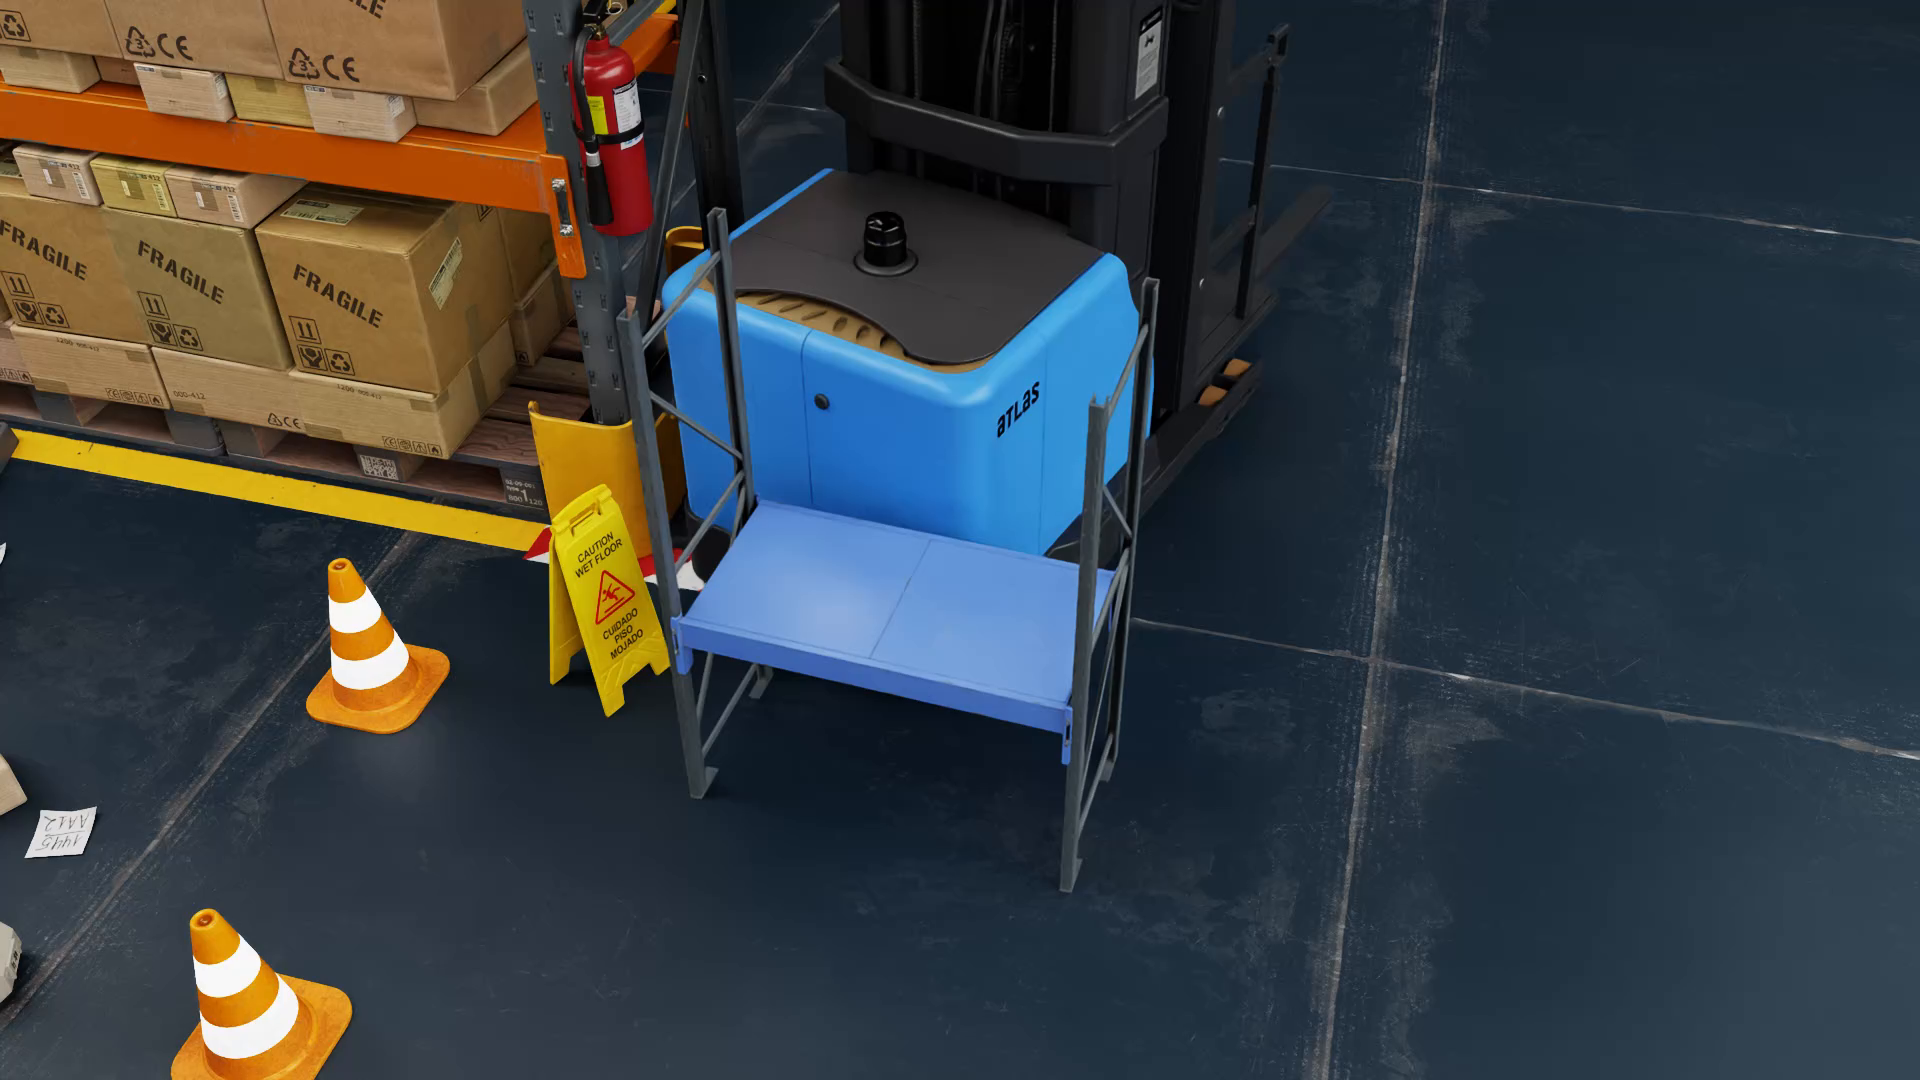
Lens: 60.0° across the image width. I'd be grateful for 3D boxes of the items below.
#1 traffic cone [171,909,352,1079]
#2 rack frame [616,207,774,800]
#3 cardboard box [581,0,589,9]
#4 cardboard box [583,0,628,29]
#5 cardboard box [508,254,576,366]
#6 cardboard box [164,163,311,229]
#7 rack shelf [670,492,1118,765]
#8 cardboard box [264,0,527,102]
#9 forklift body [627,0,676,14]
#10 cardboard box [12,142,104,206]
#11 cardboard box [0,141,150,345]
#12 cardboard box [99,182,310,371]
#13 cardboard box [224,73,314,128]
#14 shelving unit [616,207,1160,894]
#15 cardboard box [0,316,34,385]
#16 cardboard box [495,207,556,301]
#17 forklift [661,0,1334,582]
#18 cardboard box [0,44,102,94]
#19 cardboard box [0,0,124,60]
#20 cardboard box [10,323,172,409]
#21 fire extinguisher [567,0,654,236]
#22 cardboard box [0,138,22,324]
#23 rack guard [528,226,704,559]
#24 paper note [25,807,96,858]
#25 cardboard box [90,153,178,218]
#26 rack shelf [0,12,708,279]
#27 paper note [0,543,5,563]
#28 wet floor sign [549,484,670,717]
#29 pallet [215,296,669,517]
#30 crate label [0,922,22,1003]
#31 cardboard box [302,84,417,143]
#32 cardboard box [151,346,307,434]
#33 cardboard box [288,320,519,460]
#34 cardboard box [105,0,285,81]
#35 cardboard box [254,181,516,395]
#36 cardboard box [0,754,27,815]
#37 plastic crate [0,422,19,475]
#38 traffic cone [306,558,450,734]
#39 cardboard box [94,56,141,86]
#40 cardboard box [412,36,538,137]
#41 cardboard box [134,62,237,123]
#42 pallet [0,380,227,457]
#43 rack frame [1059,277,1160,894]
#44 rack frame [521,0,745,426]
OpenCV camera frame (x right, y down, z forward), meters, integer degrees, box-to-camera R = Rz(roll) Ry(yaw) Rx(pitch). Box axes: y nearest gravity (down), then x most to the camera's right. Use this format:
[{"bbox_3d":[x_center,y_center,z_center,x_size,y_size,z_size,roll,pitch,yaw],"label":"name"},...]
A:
[{"bbox_3d":[-1.617,0.988,3.714,0.334,0.463,0.336,10,41,11],"label":"traffic cone"},{"bbox_3d":[-0.628,-0.037,4.128,0.032,1.500,0.500,12,41,13],"label":"rack frame"},{"bbox_3d":[-1.295,-1.863,4.826,0.500,0.500,0.500,9,41,11],"label":"cardboard box"},{"bbox_3d":[-1.184,-1.548,4.957,0.250,0.149,0.380,10,41,12],"label":"cardboard box"},{"bbox_3d":[-1.617,-0.873,5.769,0.500,0.250,0.500,9,41,11],"label":"cardboard box"},{"bbox_3d":[-2.123,-1.093,4.943,0.250,0.149,0.380,11,41,13],"label":"cardboard box"},{"bbox_3d":[-0.143,0.200,4.125,1.000,0.185,0.538,12,41,13],"label":"rack shelf"},{"bbox_3d":[-1.505,-1.531,4.431,0.500,0.500,0.500,9,41,11],"label":"cardboard box"},{"bbox_3d":[-1.933,-3.401,7.627,1.214,2.155,2.313,10,41,11],"label":"forklift body"},{"bbox_3d":[-2.619,-1.182,5.049,0.250,0.149,0.380,11,41,13],"label":"cardboard box"},{"bbox_3d":[-2.741,-0.999,5.335,0.500,0.500,0.500,9,41,10],"label":"cardboard box"},{"bbox_3d":[-2.256,-0.910,5.230,0.500,0.500,0.500,11,41,13],"label":"cardboard box"},{"bbox_3d":[-1.841,-1.322,4.687,0.250,0.149,0.380,9,41,11],"label":"cardboard box"},{"bbox_3d":[-0.143,0.062,4.009,1.048,1.500,0.538,12,41,13],"label":"shelving unit"},{"bbox_3d":[-3.241,-0.798,5.679,0.500,0.250,0.500,9,41,11],"label":"cardboard box"},{"bbox_3d":[-1.640,-1.164,5.532,0.500,0.500,0.500,8,41,10],"label":"cardboard box"},{"bbox_3d":[0.392,-1.626,4.907,1.130,2.935,3.031,22,45,24],"label":"forklift"},{"bbox_3d":[-2.580,-1.462,4.853,0.250,0.149,0.380,9,41,11],"label":"cardboard box"},{"bbox_3d":[-2.470,-1.702,4.635,0.500,0.500,0.500,10,41,11],"label":"cardboard box"},{"bbox_3d":[-2.765,-0.709,5.573,0.500,0.250,0.500,8,41,10],"label":"cardboard box"},{"bbox_3d":[-0.918,-1.124,4.317,0.183,0.674,0.296,10,41,11],"label":"fire extinguisher"},{"bbox_3d":[-3.253,-1.085,5.438,0.500,0.500,0.500,12,41,14],"label":"cardboard box"},{"bbox_3d":[-0.983,-0.515,5.474,0.348,0.500,1.175,10,41,11],"label":"rack guard"},{"bbox_3d":[-2.337,0.757,4.325,0.142,0.019,0.148,-3,40,-4],"label":"paper note"},{"bbox_3d":[-2.365,-1.137,4.996,0.250,0.149,0.380,10,41,12],"label":"cardboard box"},{"bbox_3d":[-2.841,-1.516,5.283,4.000,0.370,1.077,10,41,11],"label":"rack shelf"},{"bbox_3d":[-3.048,0.065,5.149,0.148,0.019,0.142,-3,40,-4],"label":"paper note"},{"bbox_3d":[-1.002,0.138,4.583,0.232,0.644,0.267,24,46,26],"label":"wet floor sign"},{"bbox_3d":[-1.758,-0.561,5.754,1.213,0.211,1.003,10,41,11],"label":"pallet"},{"bbox_3d":[-2.392,1.021,3.928,0.298,0.136,0.250,-10,41,-11],"label":"crate label"},{"bbox_3d":[-1.599,-1.266,4.620,0.250,0.149,0.380,9,41,11],"label":"cardboard box"},{"bbox_3d":[-2.258,-0.626,5.474,0.500,0.250,0.500,10,41,12],"label":"cardboard box"},{"bbox_3d":[-1.783,-0.539,5.370,0.500,0.250,0.500,10,41,11],"label":"cardboard box"},{"bbox_3d":[-1.987,-1.617,4.534,0.500,0.500,0.500,10,41,12],"label":"cardboard box"},{"bbox_3d":[-1.751,-0.826,5.129,0.500,0.500,0.500,10,41,12],"label":"cardboard box"},{"bbox_3d":[-2.697,0.669,4.337,0.250,0.149,0.380,33,50,33],"label":"cardboard box"},{"bbox_3d":[-3.469,-0.236,5.469,0.583,0.080,0.402,-3,40,-4],"label":"plastic crate"},{"bbox_3d":[-1.658,0.242,4.602,0.334,0.463,0.336,10,41,11],"label":"traffic cone"},{"bbox_3d":[-2.309,-1.476,4.870,0.250,0.149,0.380,10,41,12],"label":"cardboard box"},{"bbox_3d":[-1.326,-1.292,4.652,0.250,0.149,0.380,11,41,13],"label":"cardboard box"},{"bbox_3d":[-2.098,-1.346,4.715,0.250,0.149,0.380,10,41,12],"label":"cardboard box"},{"bbox_3d":[-2.933,-0.765,5.997,1.213,0.211,1.003,10,41,11],"label":"pallet"},{"bbox_3d":[0.341,0.162,3.891,0.032,1.500,0.500,12,41,13],"label":"rack frame"},{"bbox_3d":[-0.909,-1.459,4.655,0.127,3.000,1.000,10,41,11],"label":"rack frame"}]
